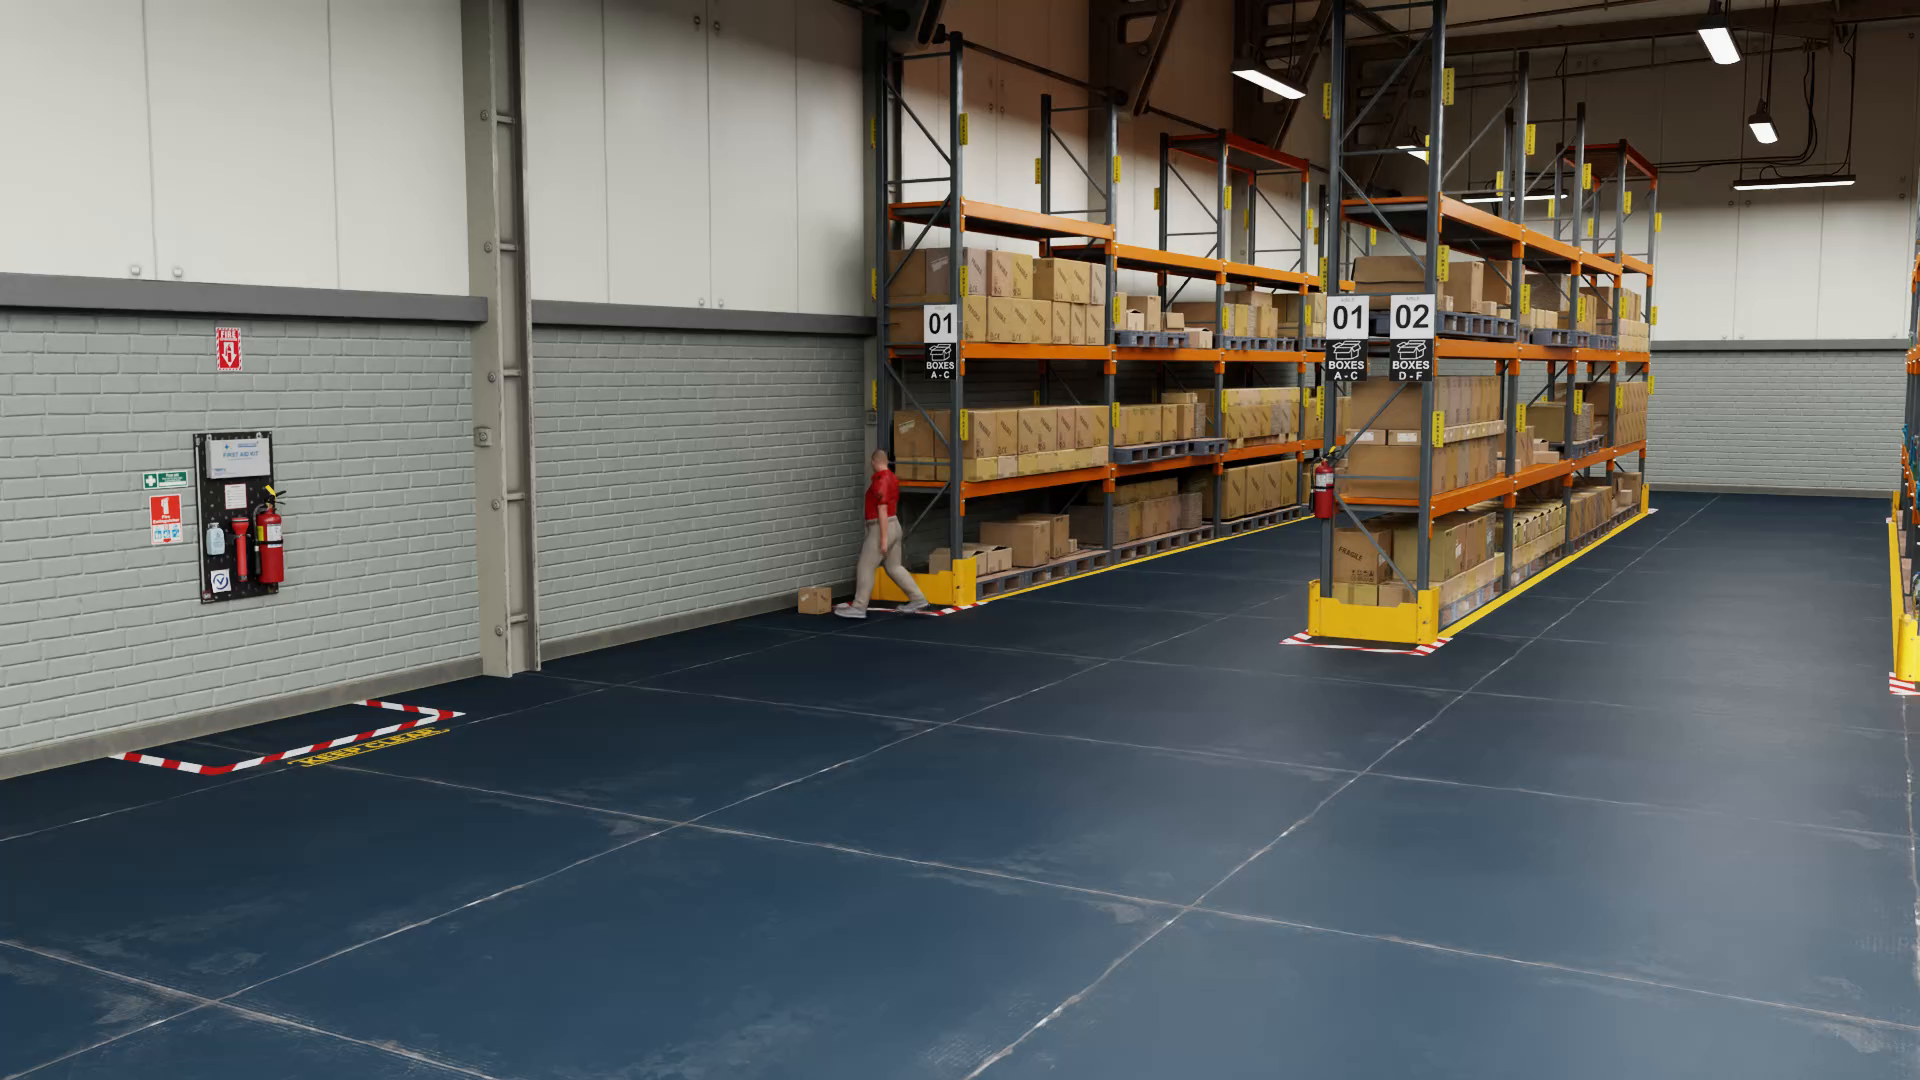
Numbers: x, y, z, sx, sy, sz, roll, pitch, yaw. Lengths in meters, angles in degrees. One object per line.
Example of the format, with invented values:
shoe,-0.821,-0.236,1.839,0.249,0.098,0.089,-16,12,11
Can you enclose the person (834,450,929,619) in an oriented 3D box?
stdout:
person,-0.791,-0.066,16.853,0.886,1.696,0.576,1,6,14
